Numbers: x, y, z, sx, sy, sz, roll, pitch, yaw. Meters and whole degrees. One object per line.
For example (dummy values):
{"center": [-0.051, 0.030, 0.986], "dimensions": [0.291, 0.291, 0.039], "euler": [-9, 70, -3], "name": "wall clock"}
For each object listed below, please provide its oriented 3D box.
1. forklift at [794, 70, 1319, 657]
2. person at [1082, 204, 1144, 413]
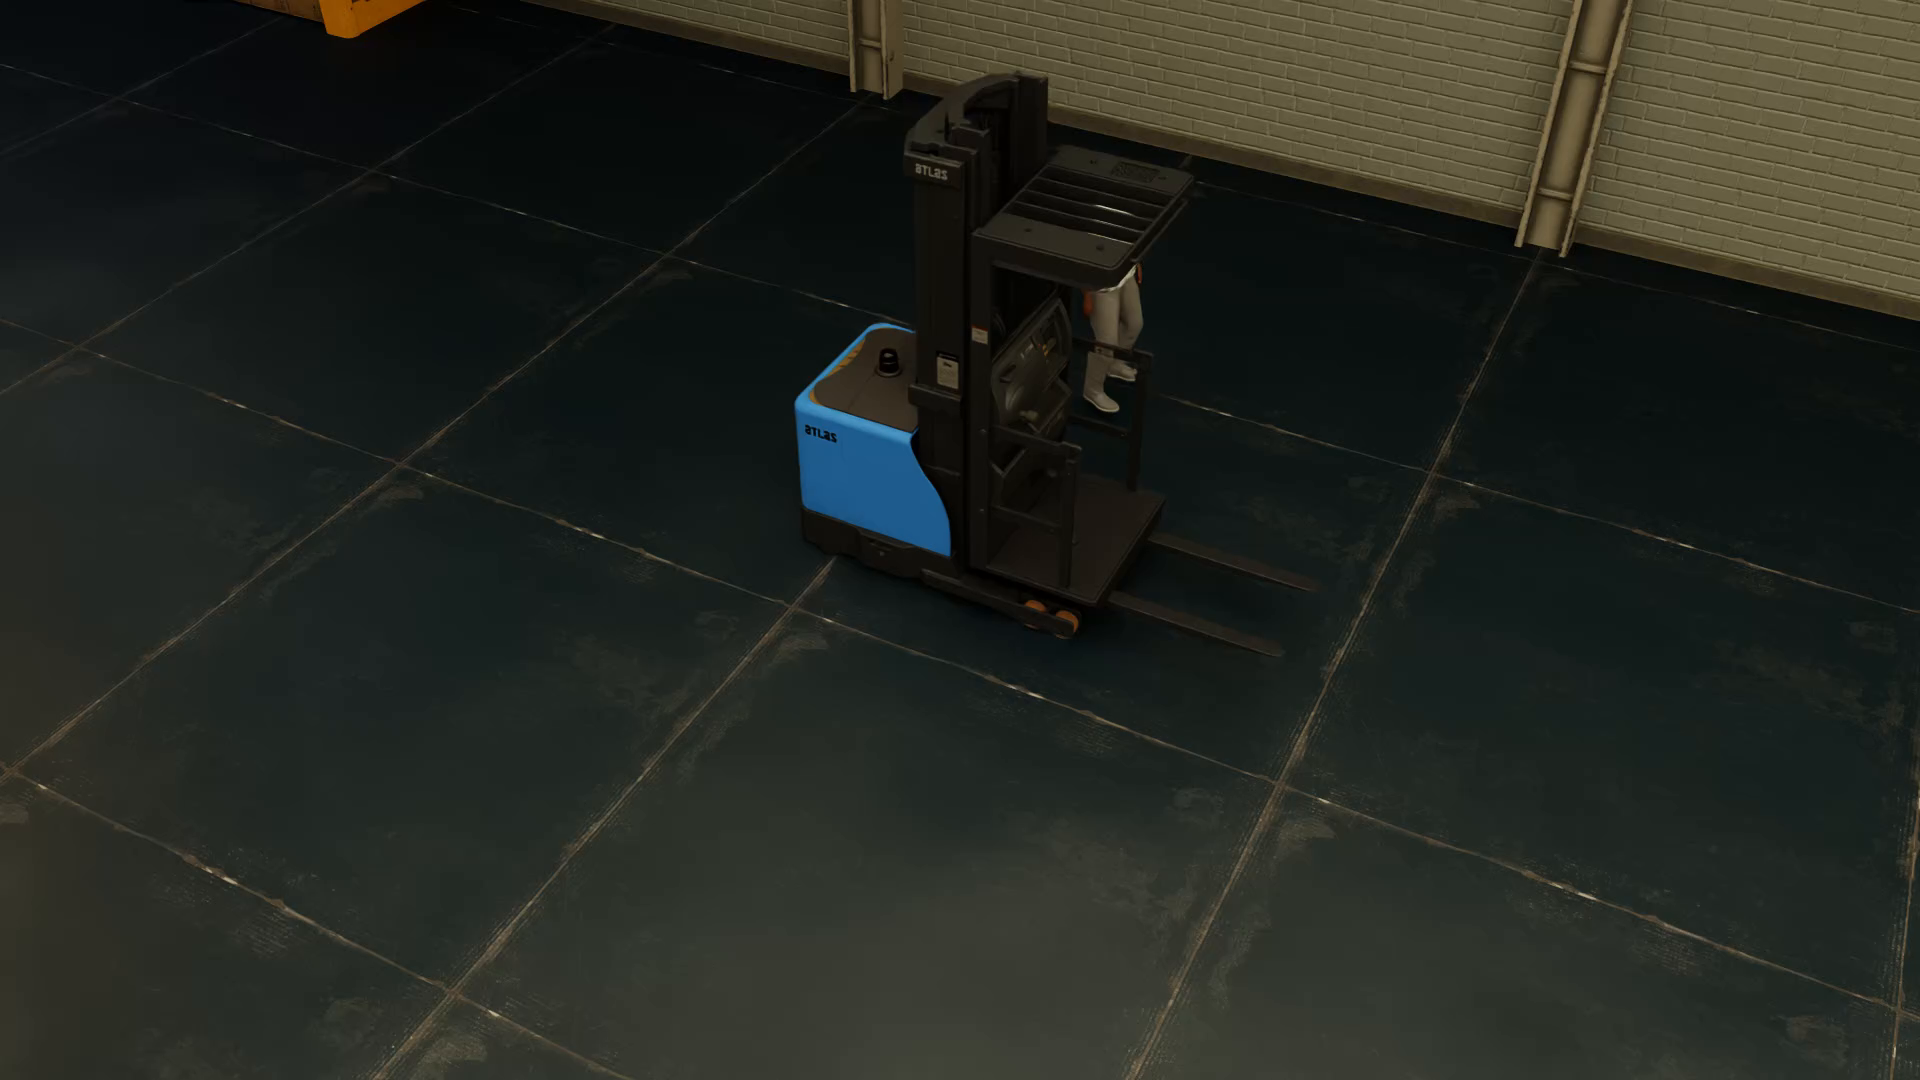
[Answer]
{"center": [0.576, -0.944, 9.107], "dimensions": [3.031, 2.935, 1.130], "euler": [18, 43, 20], "name": "forklift"}
{"center": [1.007, -1.671, 10.842], "dimensions": [0.400, 1.671, 0.603], "euler": [24, 46, 26], "name": "person"}
